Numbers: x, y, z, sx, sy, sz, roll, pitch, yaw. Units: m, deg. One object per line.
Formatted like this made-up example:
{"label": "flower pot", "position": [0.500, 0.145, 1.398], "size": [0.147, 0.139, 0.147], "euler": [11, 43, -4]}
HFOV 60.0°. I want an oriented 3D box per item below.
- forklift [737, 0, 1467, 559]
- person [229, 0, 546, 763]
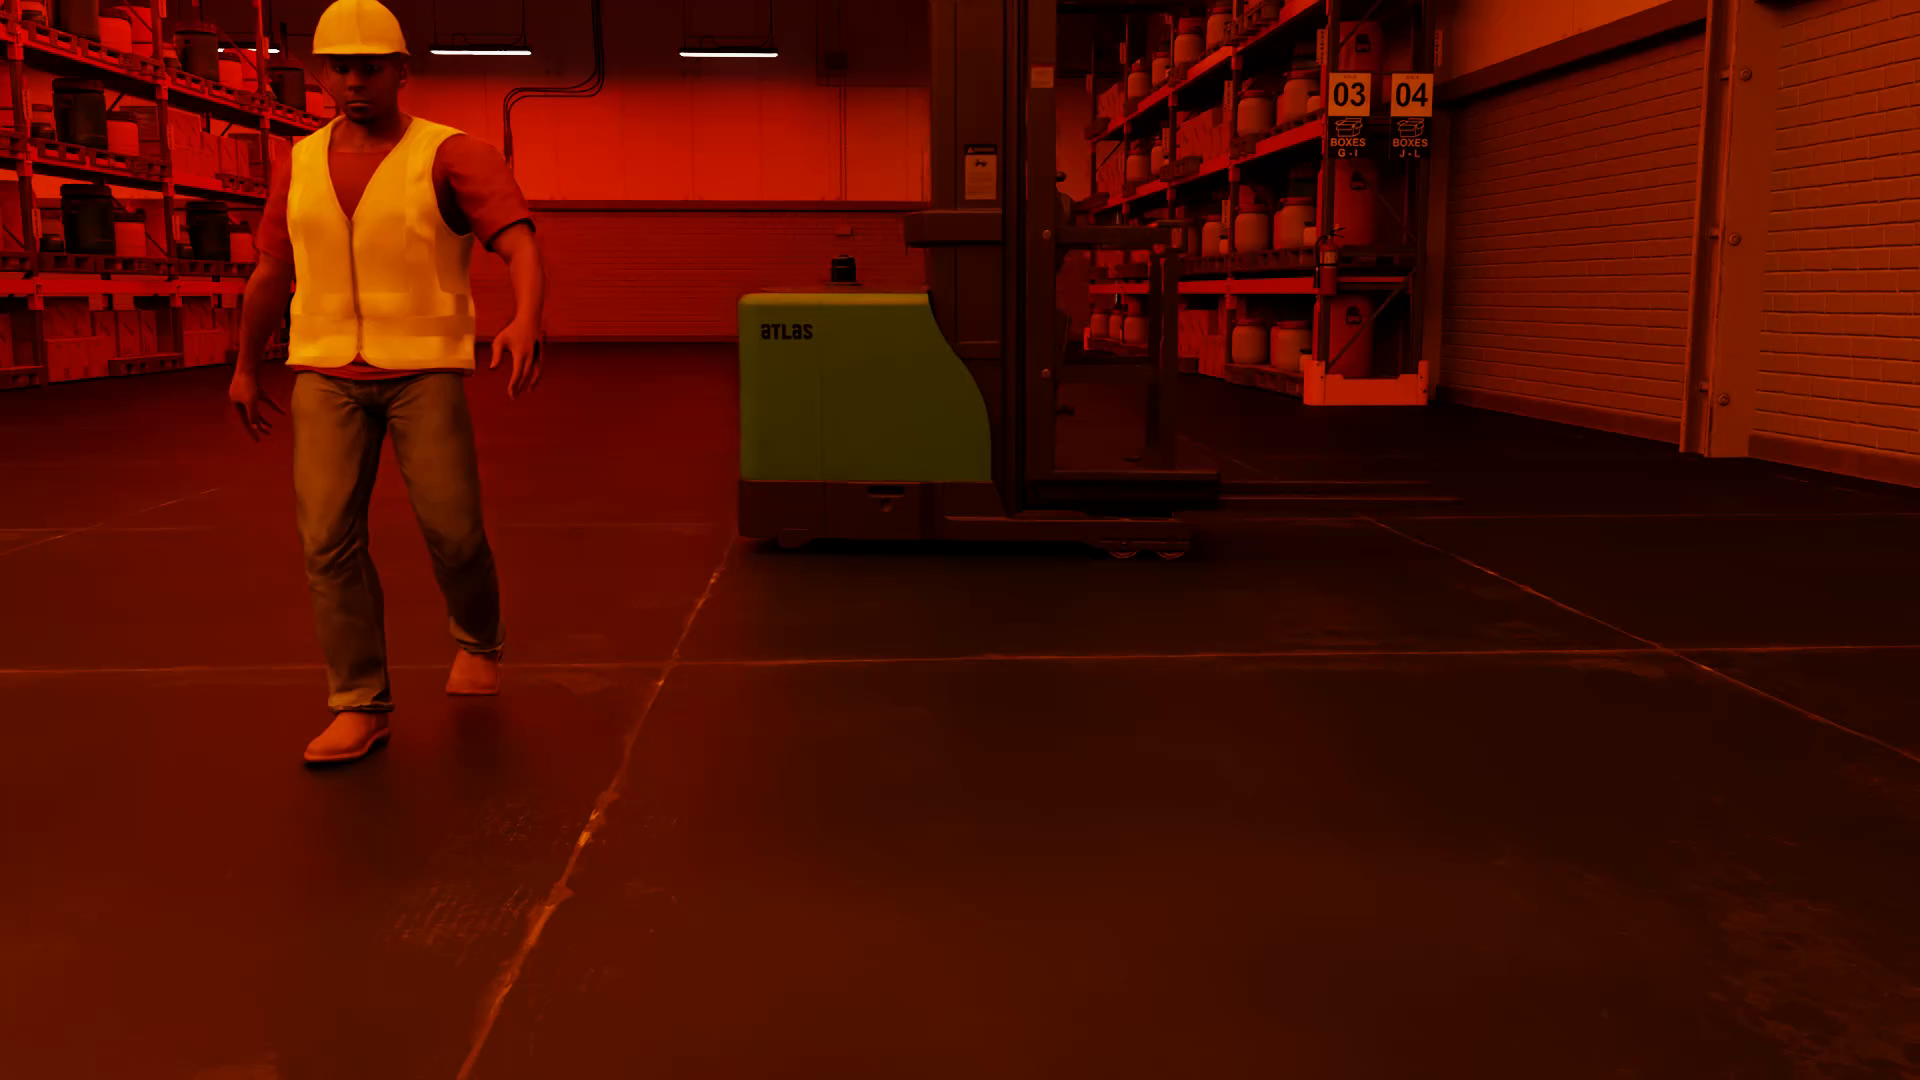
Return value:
{"label": "forklift", "position": [0.607, -1.452, 7.110], "size": [3.031, 2.935, 1.130], "euler": [0, 8, 3]}
{"label": "person", "position": [-1.364, -0.384, 3.945], "size": [0.867, 1.747, 0.638], "euler": [0, 8, 0]}
